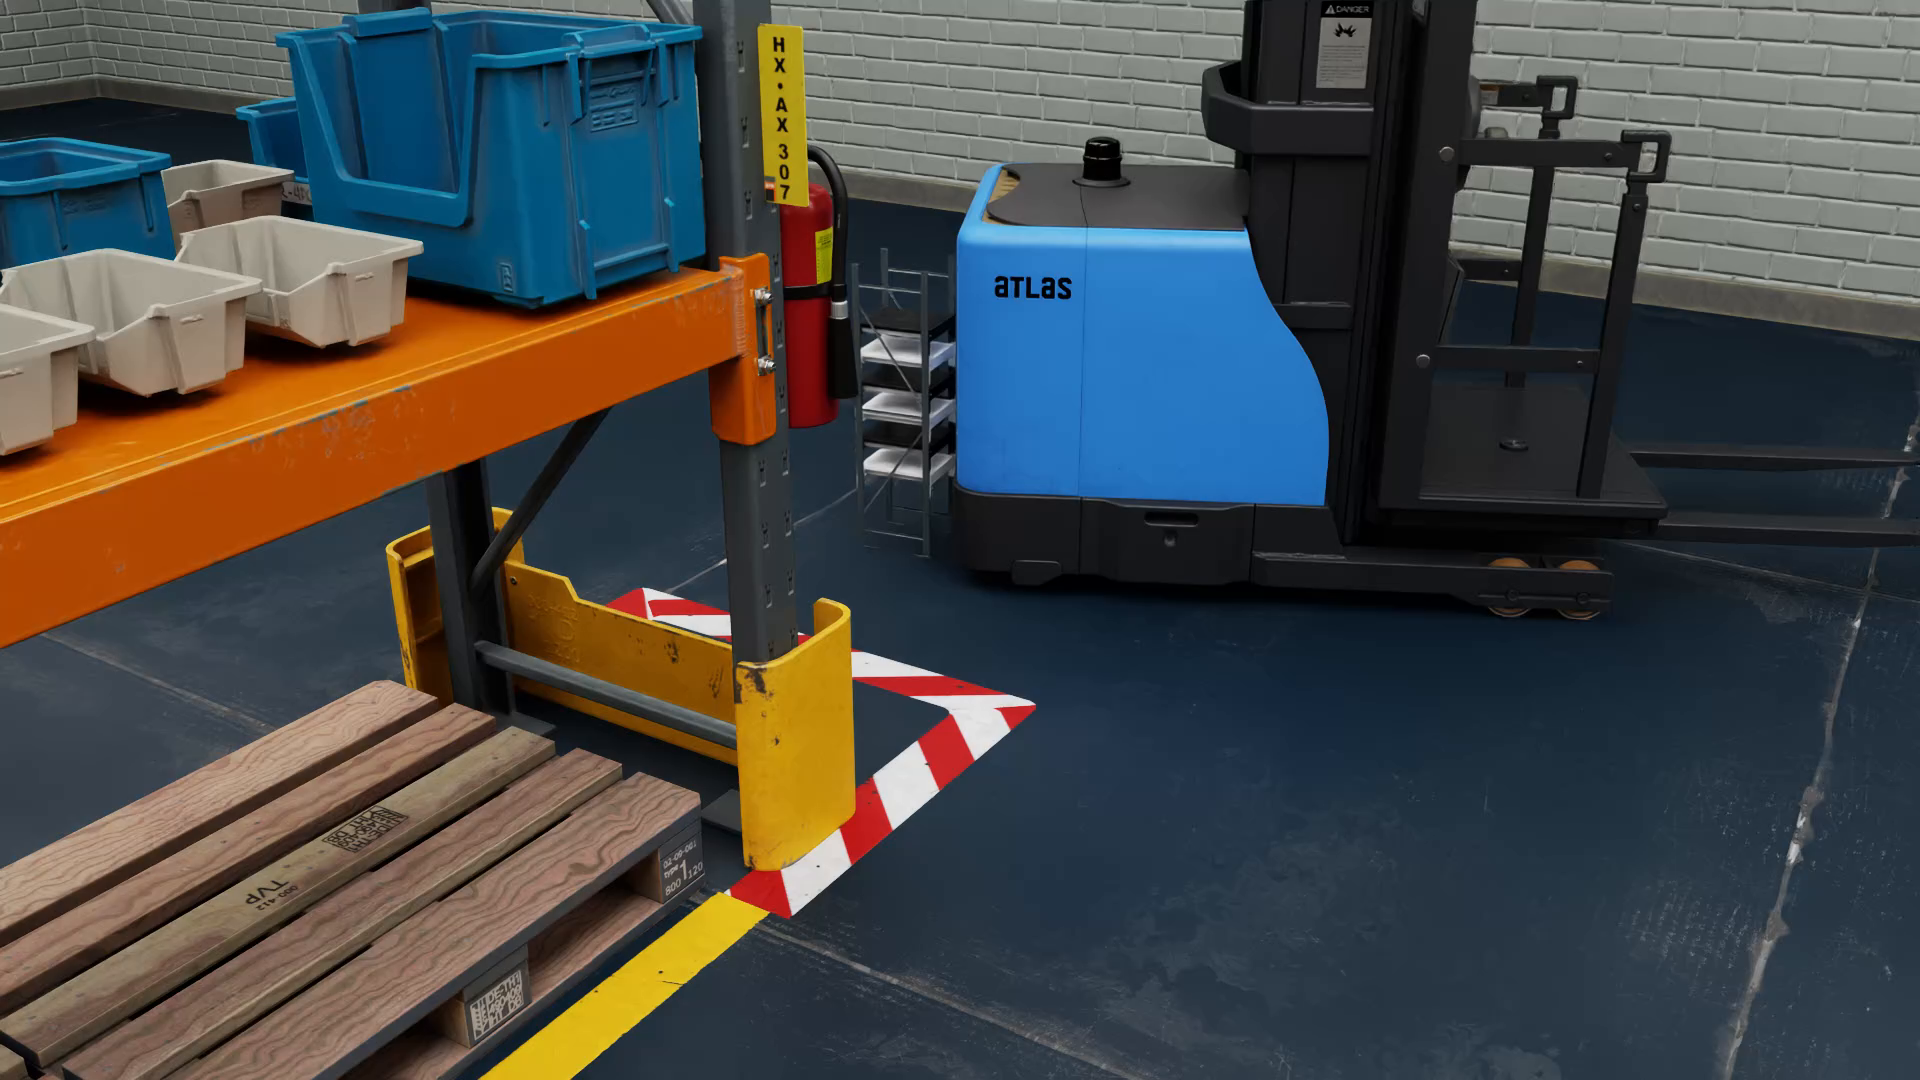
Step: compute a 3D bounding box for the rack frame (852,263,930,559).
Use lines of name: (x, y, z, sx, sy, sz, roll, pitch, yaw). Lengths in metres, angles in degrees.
rack frame: (-0.204, -0.374, 4.982, 0.240, 0.900, 0.006, 9, 25, 20)

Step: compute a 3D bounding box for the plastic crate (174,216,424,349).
plastic crate: (-1.079, -0.413, 2.685, 0.396, 0.136, 0.243, 14, 27, 29)

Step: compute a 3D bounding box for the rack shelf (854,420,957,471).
rack shelf: (-0.165, -0.299, 5.117, 0.258, 0.077, 0.200, 9, 25, 20)

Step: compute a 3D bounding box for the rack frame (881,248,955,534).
rack frame: (-0.126, -0.449, 5.154, 0.240, 0.900, 0.006, 9, 25, 20)

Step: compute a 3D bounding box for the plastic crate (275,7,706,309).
plastic crate: (-0.821, -0.711, 2.997, 0.616, 0.435, 0.499, 14, 27, 29)

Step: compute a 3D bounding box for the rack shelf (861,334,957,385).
rack shelf: (-0.165, -0.546, 5.010, 0.258, 0.077, 0.200, 9, 25, 20)

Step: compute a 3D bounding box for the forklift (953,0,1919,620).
forklift: (1.528, -1.340, 4.655, 3.031, 2.935, 1.130, 2, 24, 5)

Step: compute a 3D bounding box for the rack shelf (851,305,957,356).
rack shelf: (-0.165, -0.629, 4.974, 0.258, 0.077, 0.200, 9, 25, 20)

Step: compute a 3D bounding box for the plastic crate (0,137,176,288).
plastic crate: (-1.560, -0.534, 2.843, 0.416, 0.233, 0.300, 14, 27, 29)

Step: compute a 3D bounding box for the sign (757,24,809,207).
sign: (-0.327, -0.785, 3.082, 0.100, 0.325, 0.005, 14, 27, 29)

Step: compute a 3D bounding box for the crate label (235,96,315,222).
crate label: (-1.213, -0.756, 3.356, 0.416, 0.233, 0.303, 14, 27, 29)

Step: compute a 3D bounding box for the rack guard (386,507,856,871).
rack guard: (-0.801, 0.317, 3.889, 1.175, 0.500, 0.348, 14, 27, 29)

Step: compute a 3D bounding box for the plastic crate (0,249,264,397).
plastic crate: (-1.244, -0.318, 2.466, 0.396, 0.136, 0.243, 14, 27, 29)

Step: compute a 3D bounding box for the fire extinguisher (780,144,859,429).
fire extinguisher: (-0.337, -0.569, 3.355, 0.296, 0.674, 0.183, 14, 27, 29)

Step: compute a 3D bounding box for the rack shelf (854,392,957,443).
rack shelf: (-0.165, -0.381, 5.081, 0.258, 0.077, 0.200, 9, 25, 20)

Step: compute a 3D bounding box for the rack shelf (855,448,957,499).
rack shelf: (-0.165, -0.216, 5.153, 0.258, 0.077, 0.200, 9, 25, 20)

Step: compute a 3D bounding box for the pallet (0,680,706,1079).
pallet: (-1.271, 0.730, 3.297, 1.003, 0.211, 1.213, 14, 27, 29)

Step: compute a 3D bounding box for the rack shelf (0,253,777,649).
rack shelf: (-1.858, 0.186, 1.951, 1.077, 0.370, 4.000, 14, 27, 29)

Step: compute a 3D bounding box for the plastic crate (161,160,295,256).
plastic crate: (-1.452, -0.621, 3.165, 0.250, 0.136, 0.298, 14, 27, 29)

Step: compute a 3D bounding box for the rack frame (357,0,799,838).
rack frame: (-0.803, -0.820, 3.368, 1.000, 3.000, 0.127, 14, 27, 29)

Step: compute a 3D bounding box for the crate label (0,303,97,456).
crate label: (-1.370, -0.219, 2.237, 0.396, 0.136, 0.243, 14, 27, 29)

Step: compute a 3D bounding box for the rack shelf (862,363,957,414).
rack shelf: (-0.165, -0.464, 5.046, 0.258, 0.077, 0.200, 9, 25, 20)

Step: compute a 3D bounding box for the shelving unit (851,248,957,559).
shelving unit: (-0.165, -0.412, 5.068, 0.258, 0.900, 0.210, 9, 25, 20)
